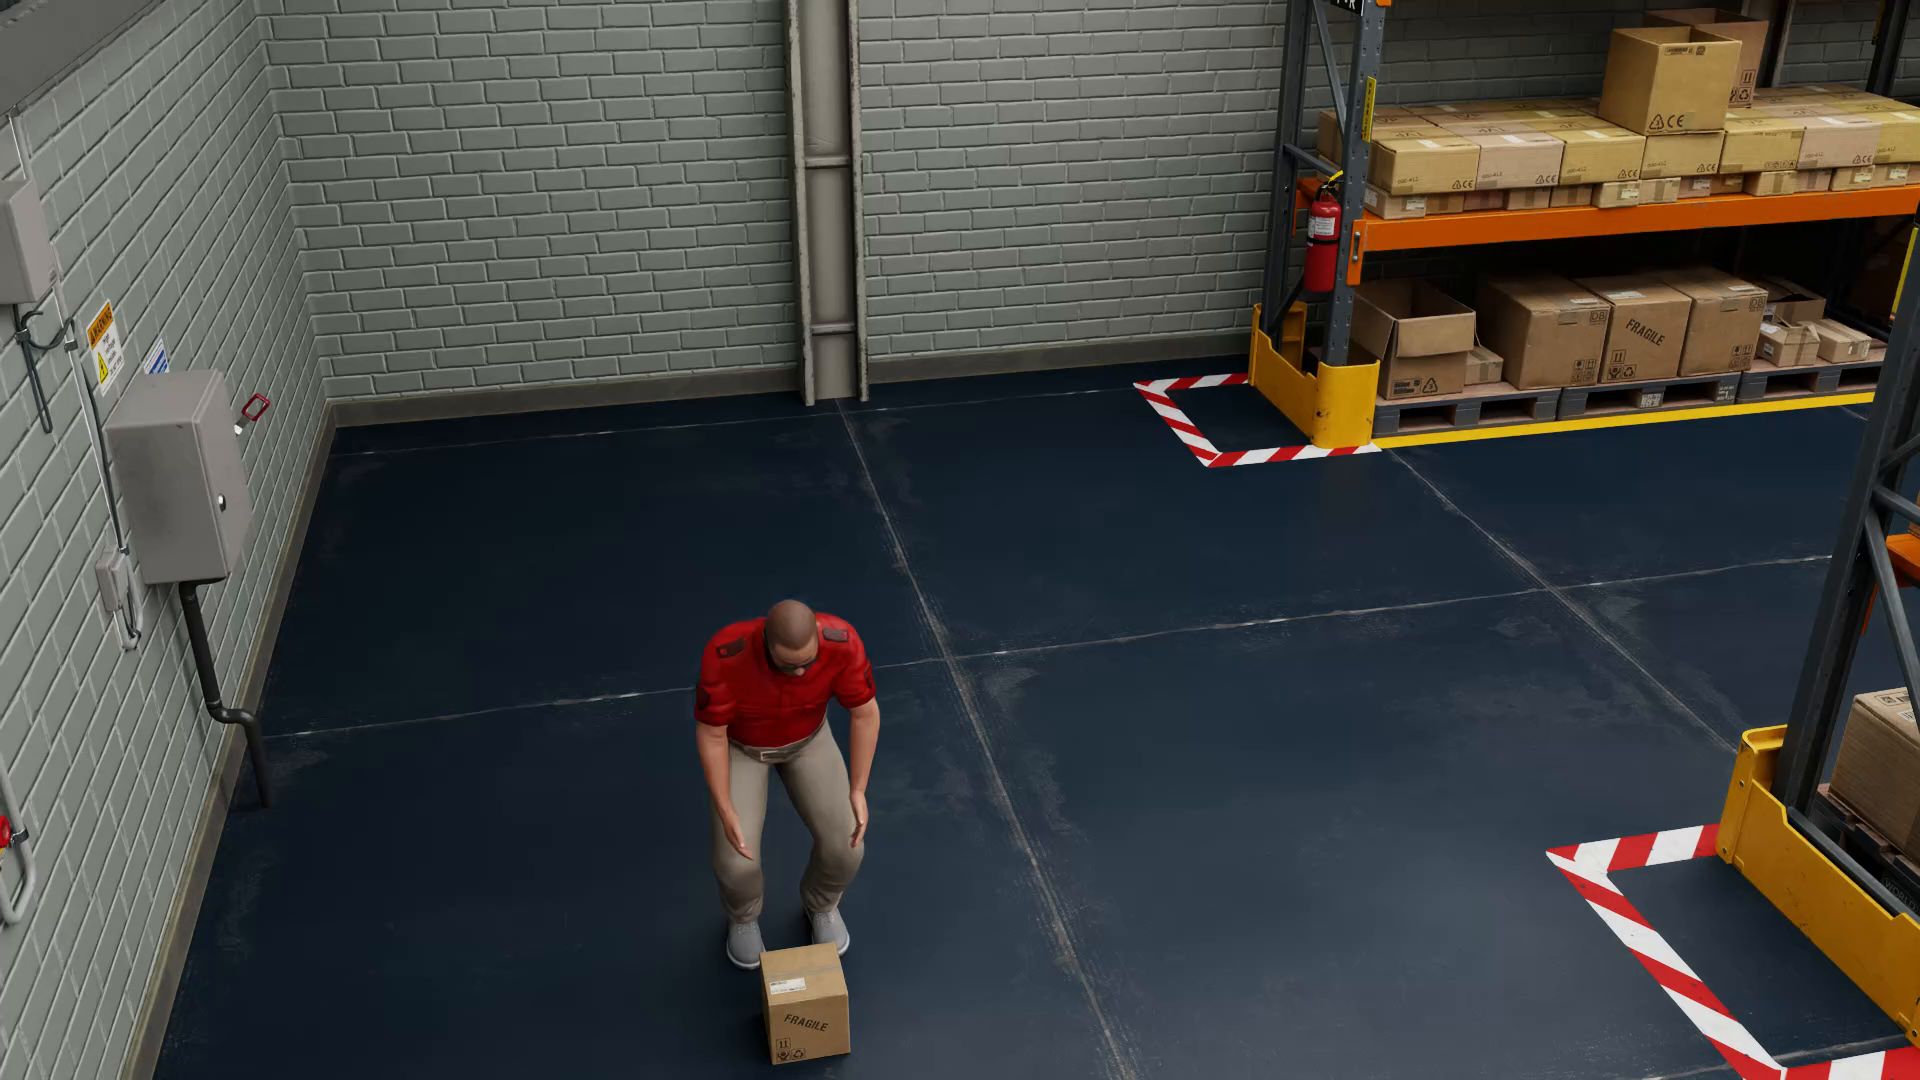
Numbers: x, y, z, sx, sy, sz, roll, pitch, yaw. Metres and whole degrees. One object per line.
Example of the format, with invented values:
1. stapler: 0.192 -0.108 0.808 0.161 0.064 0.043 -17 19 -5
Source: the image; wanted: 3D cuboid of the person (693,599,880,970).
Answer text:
1. person: -0.560 0.748 5.444 0.588 1.467 0.636 -6 27 -11
